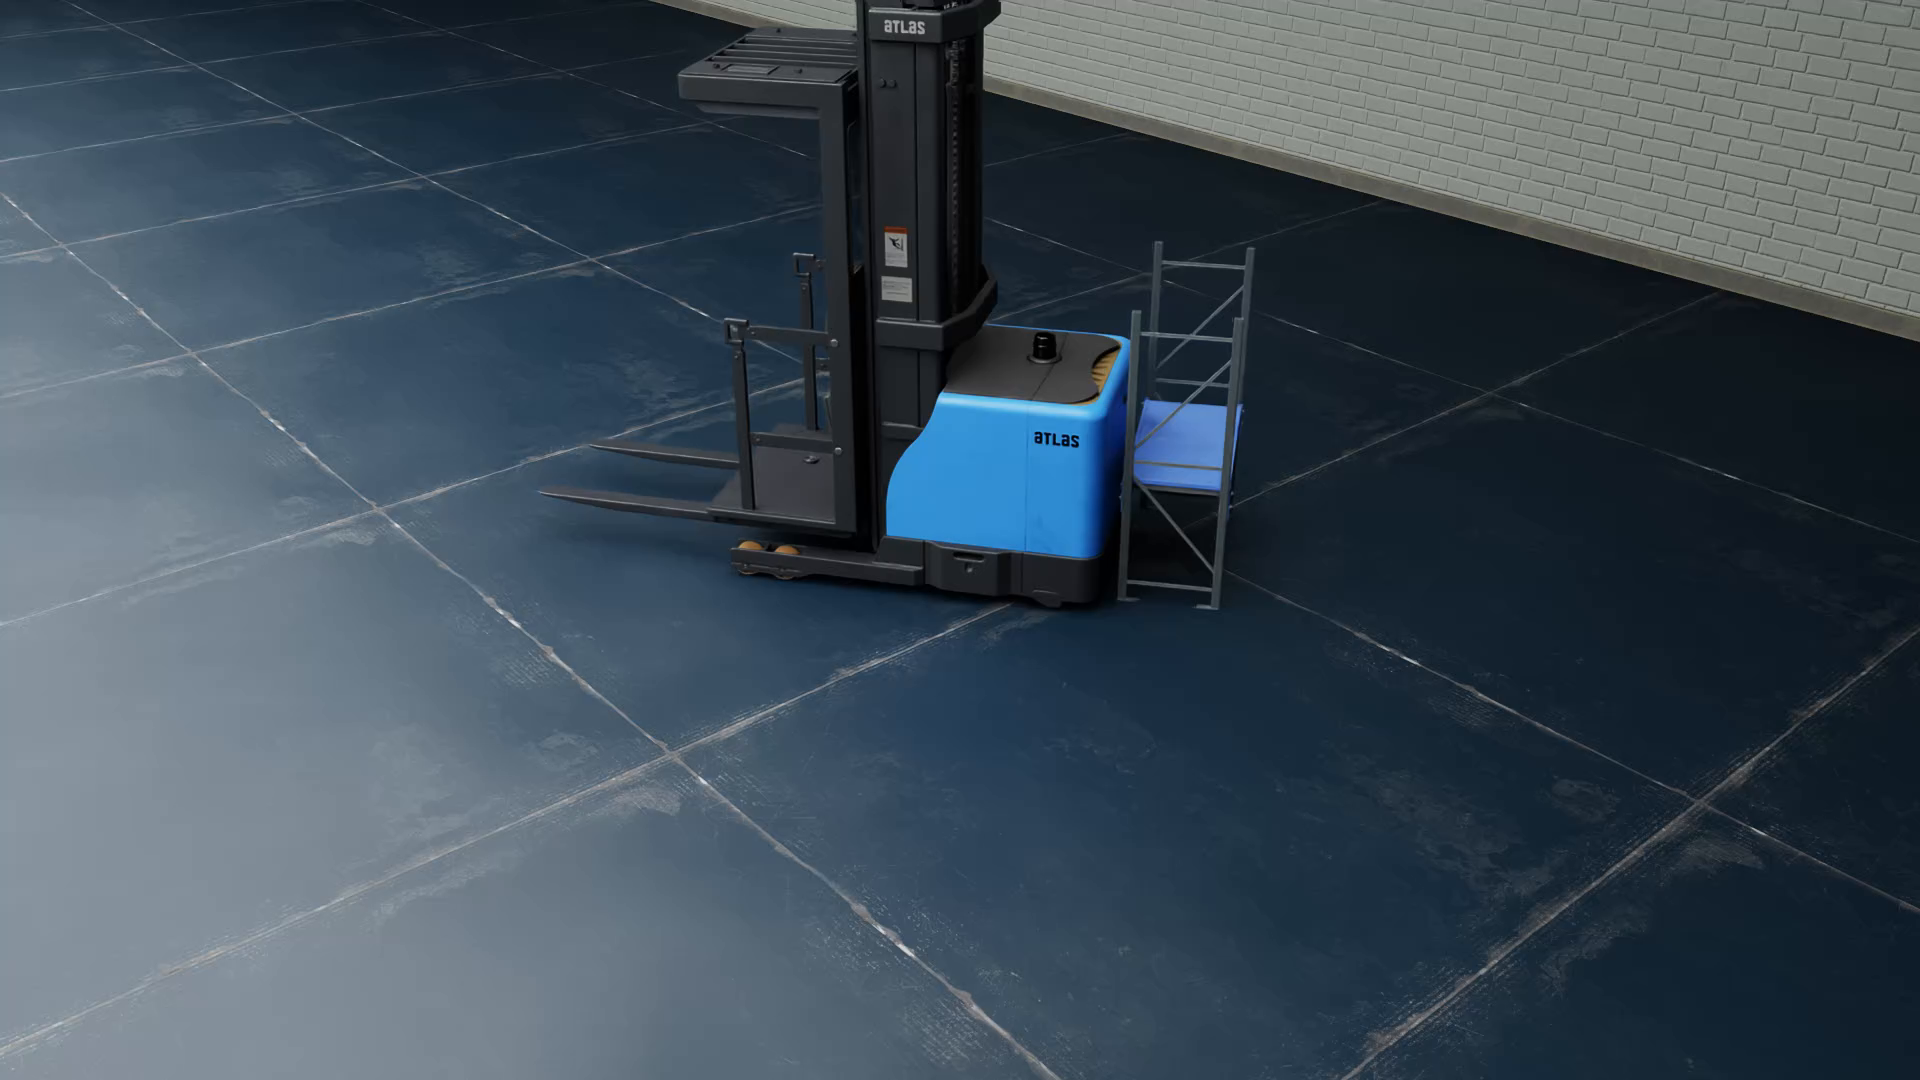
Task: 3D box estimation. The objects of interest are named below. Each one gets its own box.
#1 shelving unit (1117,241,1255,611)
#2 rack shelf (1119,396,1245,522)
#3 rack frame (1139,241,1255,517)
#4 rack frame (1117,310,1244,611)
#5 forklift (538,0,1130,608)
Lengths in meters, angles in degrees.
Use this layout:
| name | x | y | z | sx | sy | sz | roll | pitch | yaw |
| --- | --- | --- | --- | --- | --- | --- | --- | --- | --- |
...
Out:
| name | x | y | z | sx | sy | sz | roll | pitch | yaw |
| --- | --- | --- | --- | --- | --- | --- | --- | --- | --- |
| shelving unit | 1.123 | -0.581 | 8.246 | 0.538 | 1.500 | 1.048 | 6 | 29 | 10 |
| rack shelf | 1.123 | -0.422 | 8.330 | 0.538 | 0.185 | 1.000 | 6 | 29 | 10 |
| rack frame | 1.226 | -0.816 | 8.685 | 0.500 | 1.500 | 0.032 | 6 | 29 | 10 |
| rack frame | 1.021 | -0.346 | 7.807 | 0.500 | 1.500 | 0.032 | 6 | 29 | 10 |
| forklift | -0.674 | -1.326 | 8.122 | 3.031 | 2.935 | 1.130 | 7 | 29 | 12 |
